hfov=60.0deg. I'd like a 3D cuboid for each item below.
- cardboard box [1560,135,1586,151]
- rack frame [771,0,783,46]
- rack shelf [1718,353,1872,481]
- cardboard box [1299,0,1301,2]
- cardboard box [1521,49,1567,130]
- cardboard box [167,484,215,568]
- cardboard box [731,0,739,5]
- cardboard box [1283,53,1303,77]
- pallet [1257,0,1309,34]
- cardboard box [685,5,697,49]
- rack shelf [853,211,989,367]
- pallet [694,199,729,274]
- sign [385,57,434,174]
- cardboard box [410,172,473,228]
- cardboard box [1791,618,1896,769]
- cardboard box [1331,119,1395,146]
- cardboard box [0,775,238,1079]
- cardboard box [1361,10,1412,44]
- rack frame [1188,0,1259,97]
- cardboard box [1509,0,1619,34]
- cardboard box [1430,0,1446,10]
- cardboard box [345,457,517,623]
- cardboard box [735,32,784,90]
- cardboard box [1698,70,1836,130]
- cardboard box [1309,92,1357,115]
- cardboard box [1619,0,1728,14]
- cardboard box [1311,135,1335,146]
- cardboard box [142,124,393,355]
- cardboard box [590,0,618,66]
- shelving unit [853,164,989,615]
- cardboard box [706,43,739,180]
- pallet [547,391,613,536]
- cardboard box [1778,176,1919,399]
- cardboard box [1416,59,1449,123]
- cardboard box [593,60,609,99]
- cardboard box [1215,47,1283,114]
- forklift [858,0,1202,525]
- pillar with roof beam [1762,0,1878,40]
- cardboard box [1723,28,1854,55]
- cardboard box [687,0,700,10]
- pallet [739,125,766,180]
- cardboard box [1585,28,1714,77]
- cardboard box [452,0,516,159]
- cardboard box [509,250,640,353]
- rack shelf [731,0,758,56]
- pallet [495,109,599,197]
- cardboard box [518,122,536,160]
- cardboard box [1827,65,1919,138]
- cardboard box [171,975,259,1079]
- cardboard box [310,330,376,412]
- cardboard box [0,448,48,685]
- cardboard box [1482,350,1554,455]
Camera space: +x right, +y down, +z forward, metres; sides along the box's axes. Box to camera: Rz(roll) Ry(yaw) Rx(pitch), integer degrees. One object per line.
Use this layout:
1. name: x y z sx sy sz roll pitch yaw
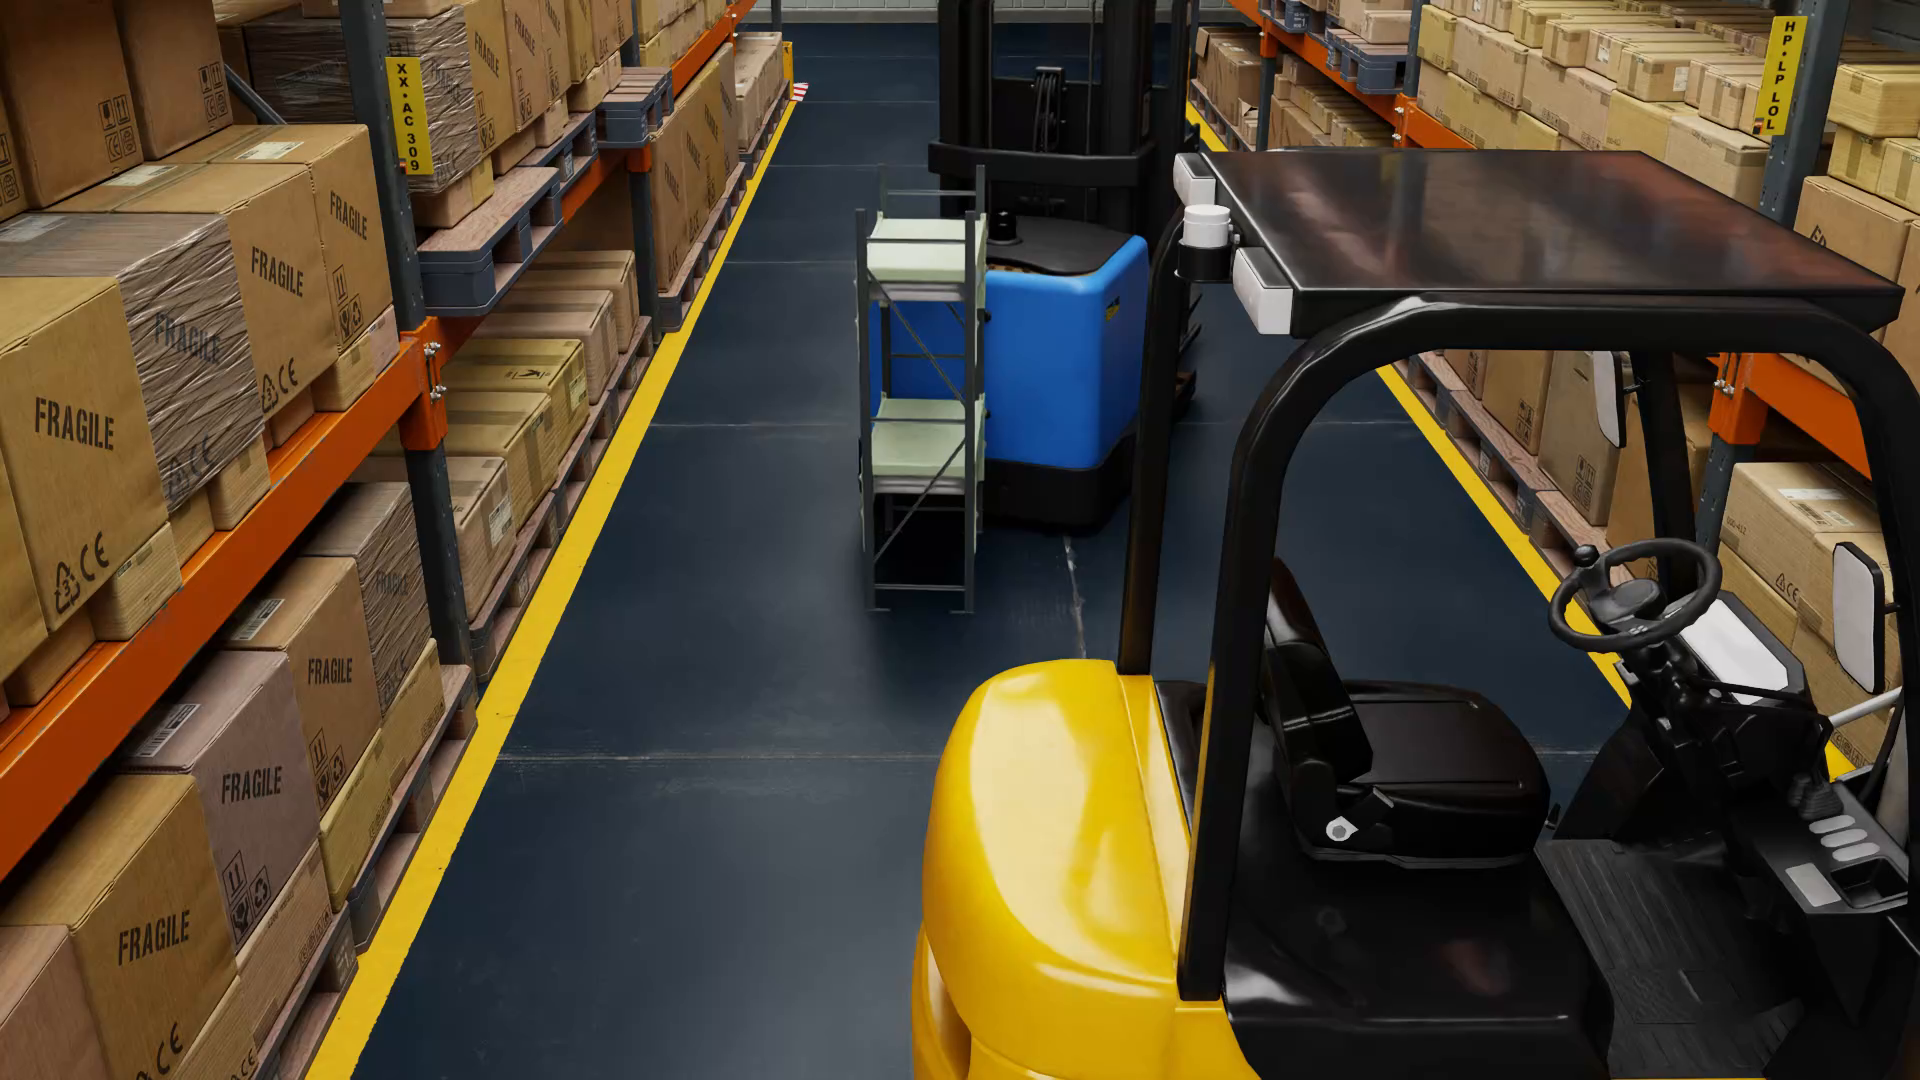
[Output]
1. cardboard box: 2.605 -1.373 6.329 0.500 0.250 0.500 0 24 0
2. rack frame: -2.236 -5.744 15.811 1.000 3.000 0.127 0 24 -1
3. rack shelf: 2.880 0.329 3.256 1.077 0.370 4.000 0 24 -1
4. cardboard box: 2.403 -3.676 10.891 0.396 0.266 0.258 1 24 2
5. cardboard box: 2.598 -1.815 6.697 0.500 0.250 0.500 0 24 0
6. cardboard box: -1.809 -0.030 3.481 0.380 0.149 0.250 -1 24 -1
7. cardboard box: -1.936 -4.336 12.576 0.500 0.500 0.500 1 24 1
8. cardboard box: 2.570 -3.455 12.124 0.380 0.149 0.250 -1 24 -1
9. pallet: 2.671 -3.703 11.530 1.003 0.211 1.213 0 24 -1
10. cardboard box: -1.934 -3.213 10.397 0.500 0.250 0.500 0 24 -1
11. rack shelf: -0.127 -0.921 6.020 0.431 0.370 0.720 1 24 3
12. pallet: -2.092 -2.004 10.924 1.003 0.211 1.213 0 24 -1
13. sign: -1.562 -1.199 4.712 0.100 0.325 0.005 0 24 -1
14. cardboard box: -1.795 -1.106 5.350 0.380 0.149 0.250 0 24 0
15. cardboard box: 2.562 0.419 4.405 0.500 0.250 0.500 0 24 -1
16. cardboard box: 2.570 -2.568 10.525 0.380 0.149 0.250 -1 24 -3
17. cardboard box: -1.802 0.803 3.252 0.500 0.500 0.500 0 24 0
18. cardboard box: 2.424 -2.817 9.135 0.380 0.149 0.250 0 24 0
19. rack frame: 2.727 -5.768 15.863 1.000 3.000 0.127 0 24 -1
20. cardboard box: 2.604 -2.253 7.183 0.380 0.149 0.250 0 24 0
21. cardboard box: 2.524 -2.680 8.127 0.380 0.149 0.250 0 24 1
22. cardboard box: -2.113 -0.010 5.810 0.950 0.372 0.625 0 24 0
23. cardboard box: -2.129 -4.497 15.652 0.875 0.438 0.875 -1 24 -2
24. cardboard box: 2.612 -1.410 5.320 0.380 0.149 0.250 -1 24 -1
25. cardboard box: 2.620 -2.986 11.450 0.380 0.149 0.250 -1 24 -1
26. cardboard box: 3.075 -2.256 7.190 0.380 0.149 0.250 0 24 -1
27. cardboard box: 2.568 -2.333 10.792 0.500 0.500 0.500 -1 24 -2
28. cardboard box: -1.851 -0.799 4.393 0.500 0.500 0.500 -1 24 -2
29. cardboard box: -1.849 -2.421 7.471 0.500 0.500 0.500 -1 24 -1
30. shelving unit: -0.127 -0.566 6.181 0.431 1.500 0.755 1 24 3
31. cardboard box: -2.105 -3.064 11.954 0.875 0.875 0.875 0 24 1
32. pallet: -2.131 -0.354 7.276 1.003 0.211 1.213 0 24 -1
33. cardboard box: 2.602 -0.685 4.503 0.500 0.500 0.500 -1 24 -2
34. cardboard box: 2.575 -2.219 8.199 0.500 0.250 0.500 0 24 0
35. cardboard box: -1.792 -2.073 7.489 0.380 0.149 0.250 -1 24 -3
36. cardboard box: 2.516 -3.997 14.472 0.500 0.500 0.500 0 24 0
37. forklift: 0.535 -1.977 7.565 1.130 2.935 3.031 8 26 17
38. pillar with roof beam: -0.575 -4.652 6.117 9.100 9.000 0.400 0 24 -1
39. cardboard box: 3.108 -1.836 6.261 0.380 0.149 0.250 0 24 -1
40. cardboard box: -1.897 -3.445 10.301 0.500 0.250 0.500 0 24 0
41. pallet: -2.122 -3.139 13.435 1.003 0.211 1.213 0 24 -1
42. cardboard box: 2.589 -1.831 6.249 0.380 0.149 0.250 0 24 0
43. cardboard box: -1.829 -1.573 5.596 0.500 0.500 0.500 0 24 0
44. cardboard box: -2.152 -1.209 8.462 0.950 0.372 0.625 -2 24 -4
45. rack shelf: -2.214 -4.592 14.137 1.077 0.370 4.000 0 24 -1
46. pallet: -2.086 -1.545 6.758 1.003 0.211 1.213 0 24 -1
47. cardboard box: -1.830 -1.533 6.295 0.380 0.149 0.250 0 24 0
48. cardboard box: 2.565 -1.167 4.421 0.380 0.149 0.250 0 24 1
49. cardboard box: -1.810 1.141 3.413 0.500 0.250 0.500 1 24 3
50. cardboard box: -1.787 -0.451 4.412 0.380 0.149 0.250 0 24 1
51. cardboard box: -1.805 0.048 2.522 0.500 0.500 0.500 -1 24 -2
52. cardboard box: 2.830 -0.777 7.200 0.875 0.625 0.625 -1 24 -3
